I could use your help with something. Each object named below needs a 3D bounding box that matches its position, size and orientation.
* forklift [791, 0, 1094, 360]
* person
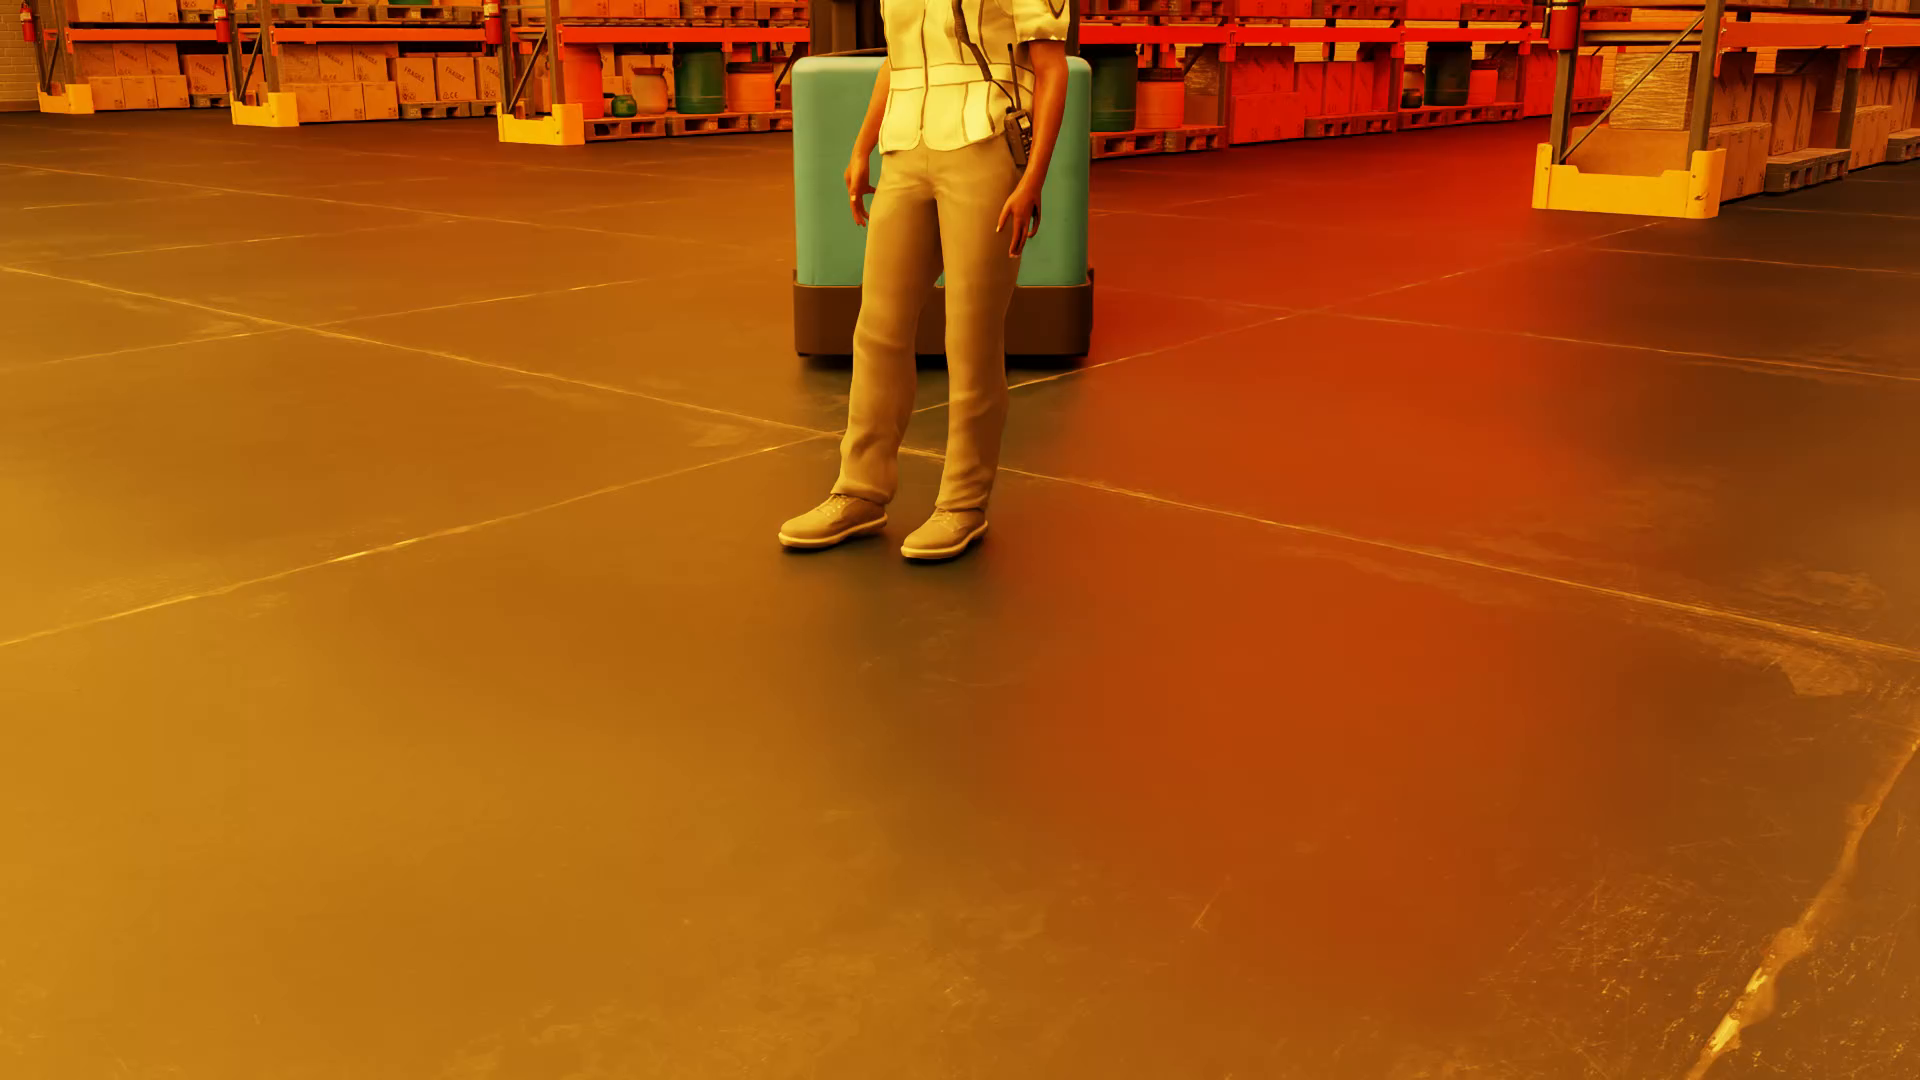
[{"bbox_3d":[-0.063,-2.422,6.873,1.130,2.935,3.031,0,17,0],"label":"forklift"},{"bbox_3d":[-0.063,-0.805,3.650,0.569,1.695,0.528,13,21,37],"label":"person"}]
